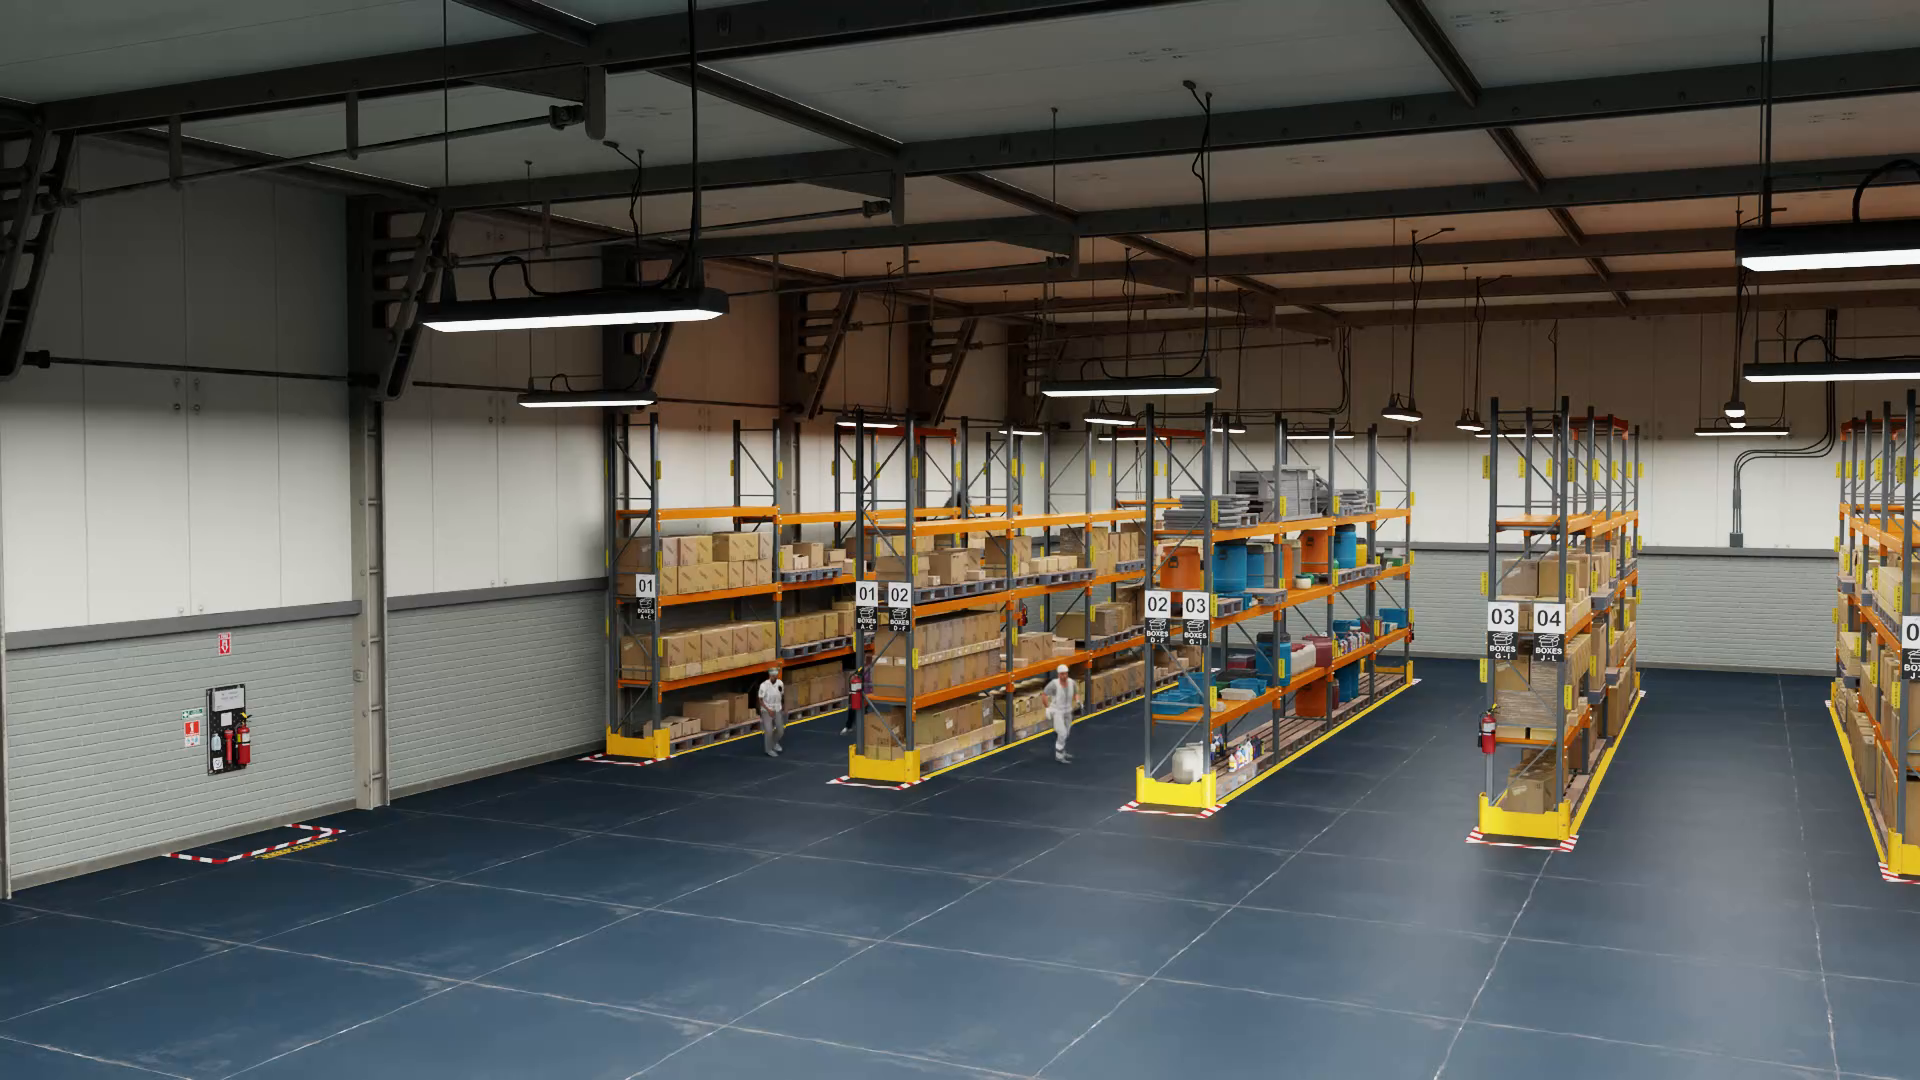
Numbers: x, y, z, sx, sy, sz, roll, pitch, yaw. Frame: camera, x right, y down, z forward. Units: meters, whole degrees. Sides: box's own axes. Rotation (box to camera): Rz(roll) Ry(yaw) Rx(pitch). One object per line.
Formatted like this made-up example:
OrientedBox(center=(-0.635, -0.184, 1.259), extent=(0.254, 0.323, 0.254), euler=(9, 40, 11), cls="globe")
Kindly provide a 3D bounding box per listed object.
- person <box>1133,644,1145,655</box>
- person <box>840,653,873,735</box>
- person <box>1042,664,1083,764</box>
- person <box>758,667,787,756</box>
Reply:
OrientedBox(center=(4.883, 2.403, 43.547), extent=(0.554, 1.539, 1.036), euler=(-1, 3, -30), cls="person")
OrientedBox(center=(-1.854, 2.890, 31.298), extent=(0.663, 1.557, 0.741), euler=(1, 3, 27), cls="person")
OrientedBox(center=(1.772, 2.967, 28.462), extent=(0.678, 1.724, 0.817), euler=(-2, 3, -34), cls="person")
OrientedBox(center=(-3.308, 2.993, 29.085), extent=(0.546, 1.610, 0.721), euler=(-1, 3, -26), cls="person")
